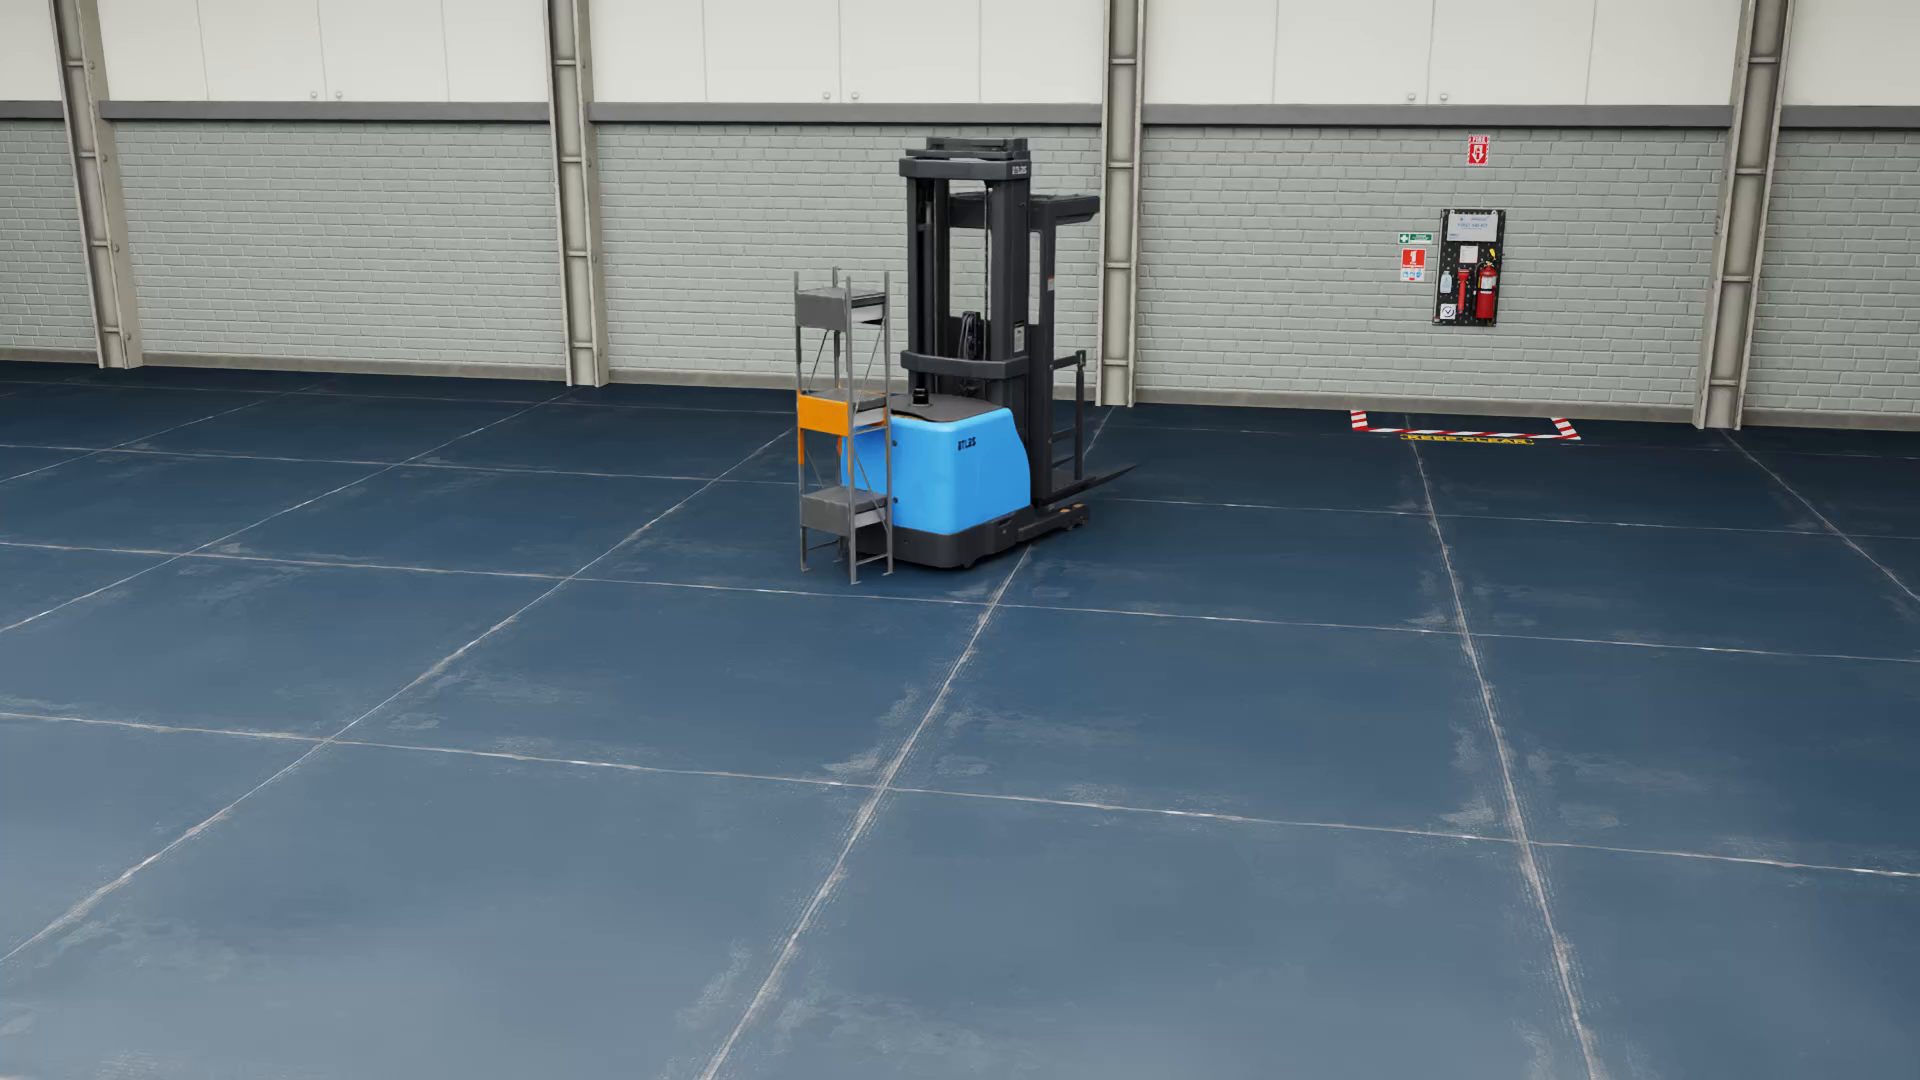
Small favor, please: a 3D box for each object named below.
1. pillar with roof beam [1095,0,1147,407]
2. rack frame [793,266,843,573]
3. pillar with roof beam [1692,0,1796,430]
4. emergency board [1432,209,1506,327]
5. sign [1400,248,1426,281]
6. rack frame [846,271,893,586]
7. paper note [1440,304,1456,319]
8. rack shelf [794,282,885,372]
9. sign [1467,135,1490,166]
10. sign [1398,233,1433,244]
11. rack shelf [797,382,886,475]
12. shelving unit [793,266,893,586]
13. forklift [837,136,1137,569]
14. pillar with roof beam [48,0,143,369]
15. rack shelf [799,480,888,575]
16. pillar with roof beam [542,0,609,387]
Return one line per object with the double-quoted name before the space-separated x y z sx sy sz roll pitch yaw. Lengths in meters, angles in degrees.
"pillar with roof beam" 0.801 -4.664 12.474 0.400 9.000 9.100 3 16 11
"rack frame" -0.978 -0.825 11.537 0.015 2.100 0.400 13 20 39
"pillar with roof beam" 6.681 -4.345 11.322 0.400 9.000 9.100 3 16 11
"emergency board" 5.125 -2.722 16.699 0.643 1.169 0.194 3 16 11
"sign" 4.604 -2.795 16.897 0.234 0.329 0.001 3 16 11
"rack frame" -0.608 -0.740 11.231 0.015 2.100 0.400 13 20 39
"paper note" 4.965 -2.325 16.915 0.142 0.148 0.016 3 16 11
"rack shelf" -0.793 -1.444 11.201 0.480 0.518 0.431 13 20 39
"sign" 5.137 -3.865 16.485 0.199 0.298 0.001 3 16 11
"sign" 4.606 -3.048 16.817 0.331 0.109 0.001 3 16 11
"rack shelf" -0.793 -0.769 11.388 0.480 0.518 0.431 13 20 39
"shelving unit" -0.793 -0.783 11.384 0.503 2.100 0.431 13 20 39
"forklift" 0.355 -1.550 12.597 1.130 2.935 3.031 10 19 33
"pillar with roof beam" -10.958 -5.303 14.778 0.400 9.000 9.100 3 16 11
"rack shelf" -0.793 -0.095 11.574 0.480 0.518 0.431 13 20 39
"pillar with roof beam" -5.078 -4.984 13.626 0.400 9.000 9.100 3 16 11
